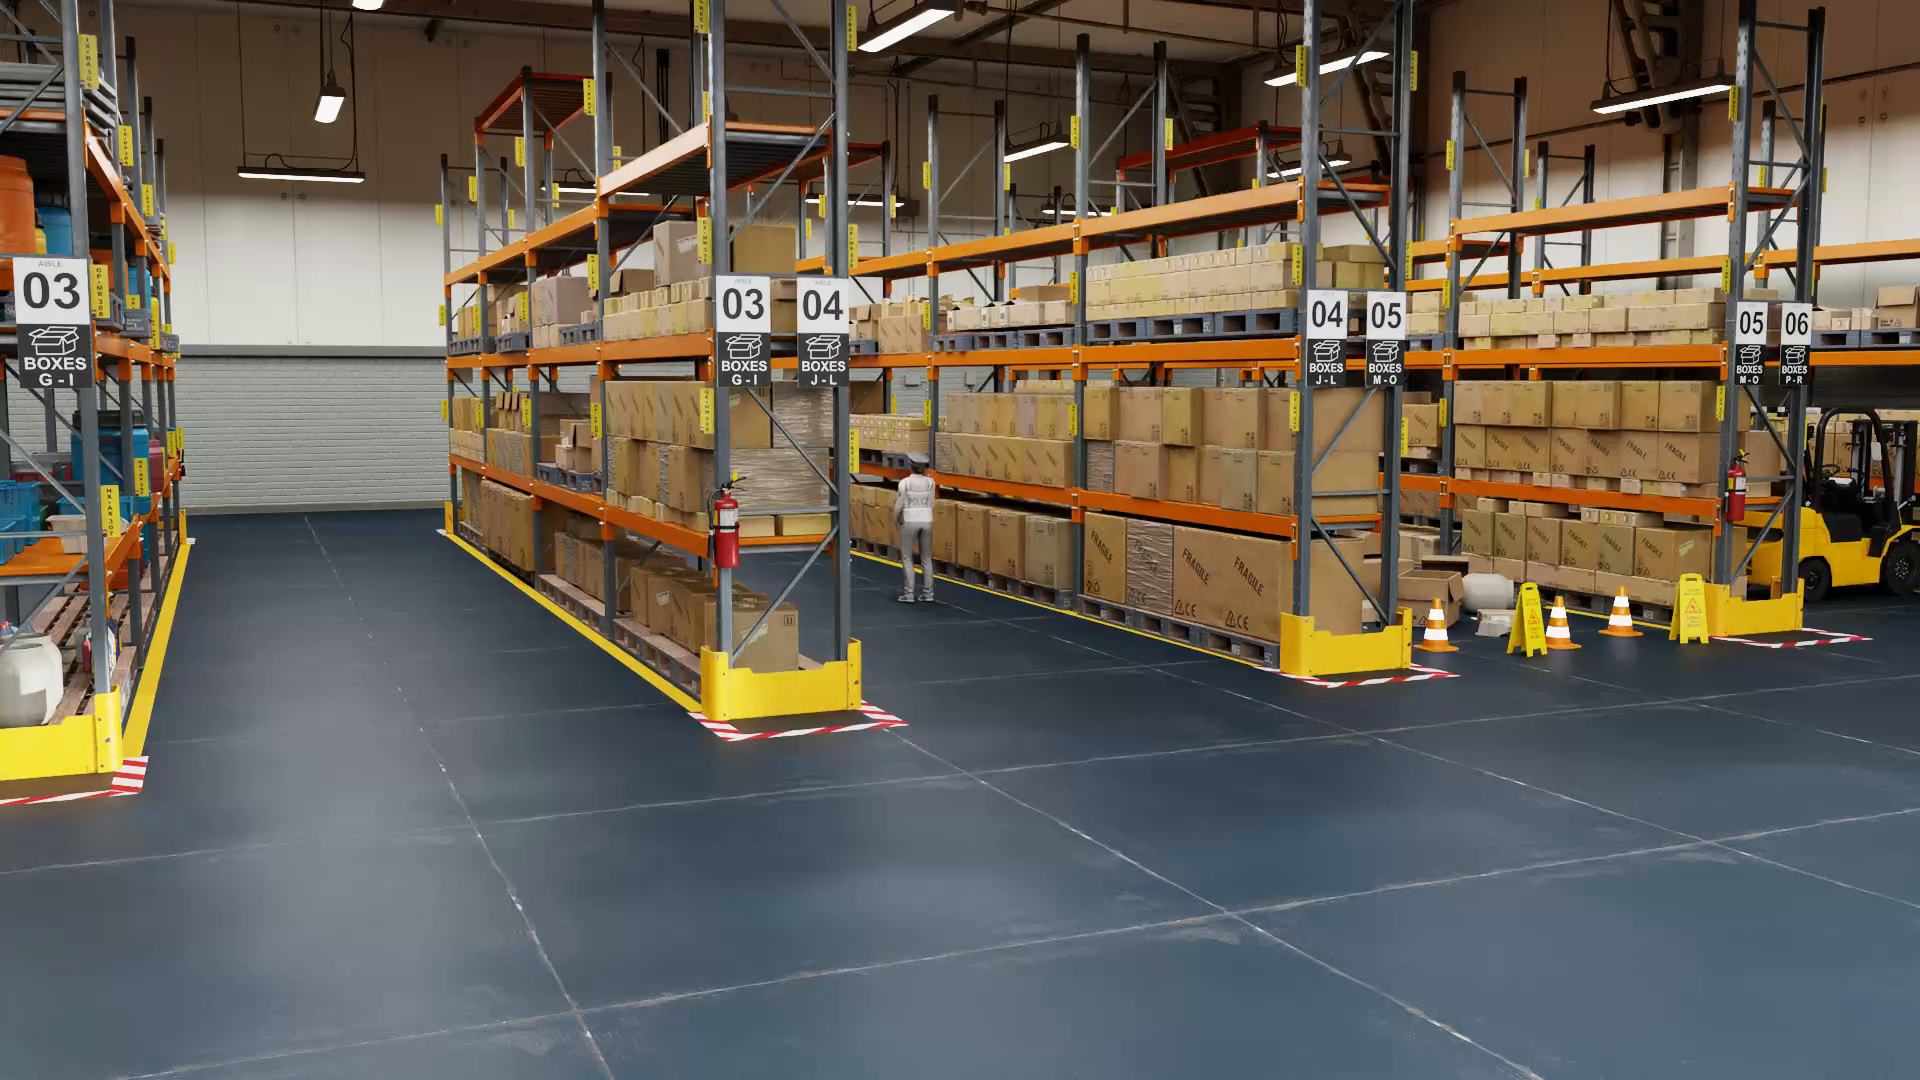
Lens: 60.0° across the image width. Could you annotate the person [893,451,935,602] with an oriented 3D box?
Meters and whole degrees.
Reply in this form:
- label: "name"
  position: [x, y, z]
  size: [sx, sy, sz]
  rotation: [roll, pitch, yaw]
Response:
- label: "person"
  position: [-0.508, -0.155, 18.492]
  size: [0.459, 1.686, 0.563]
  rotation: [-2, 6, -23]
